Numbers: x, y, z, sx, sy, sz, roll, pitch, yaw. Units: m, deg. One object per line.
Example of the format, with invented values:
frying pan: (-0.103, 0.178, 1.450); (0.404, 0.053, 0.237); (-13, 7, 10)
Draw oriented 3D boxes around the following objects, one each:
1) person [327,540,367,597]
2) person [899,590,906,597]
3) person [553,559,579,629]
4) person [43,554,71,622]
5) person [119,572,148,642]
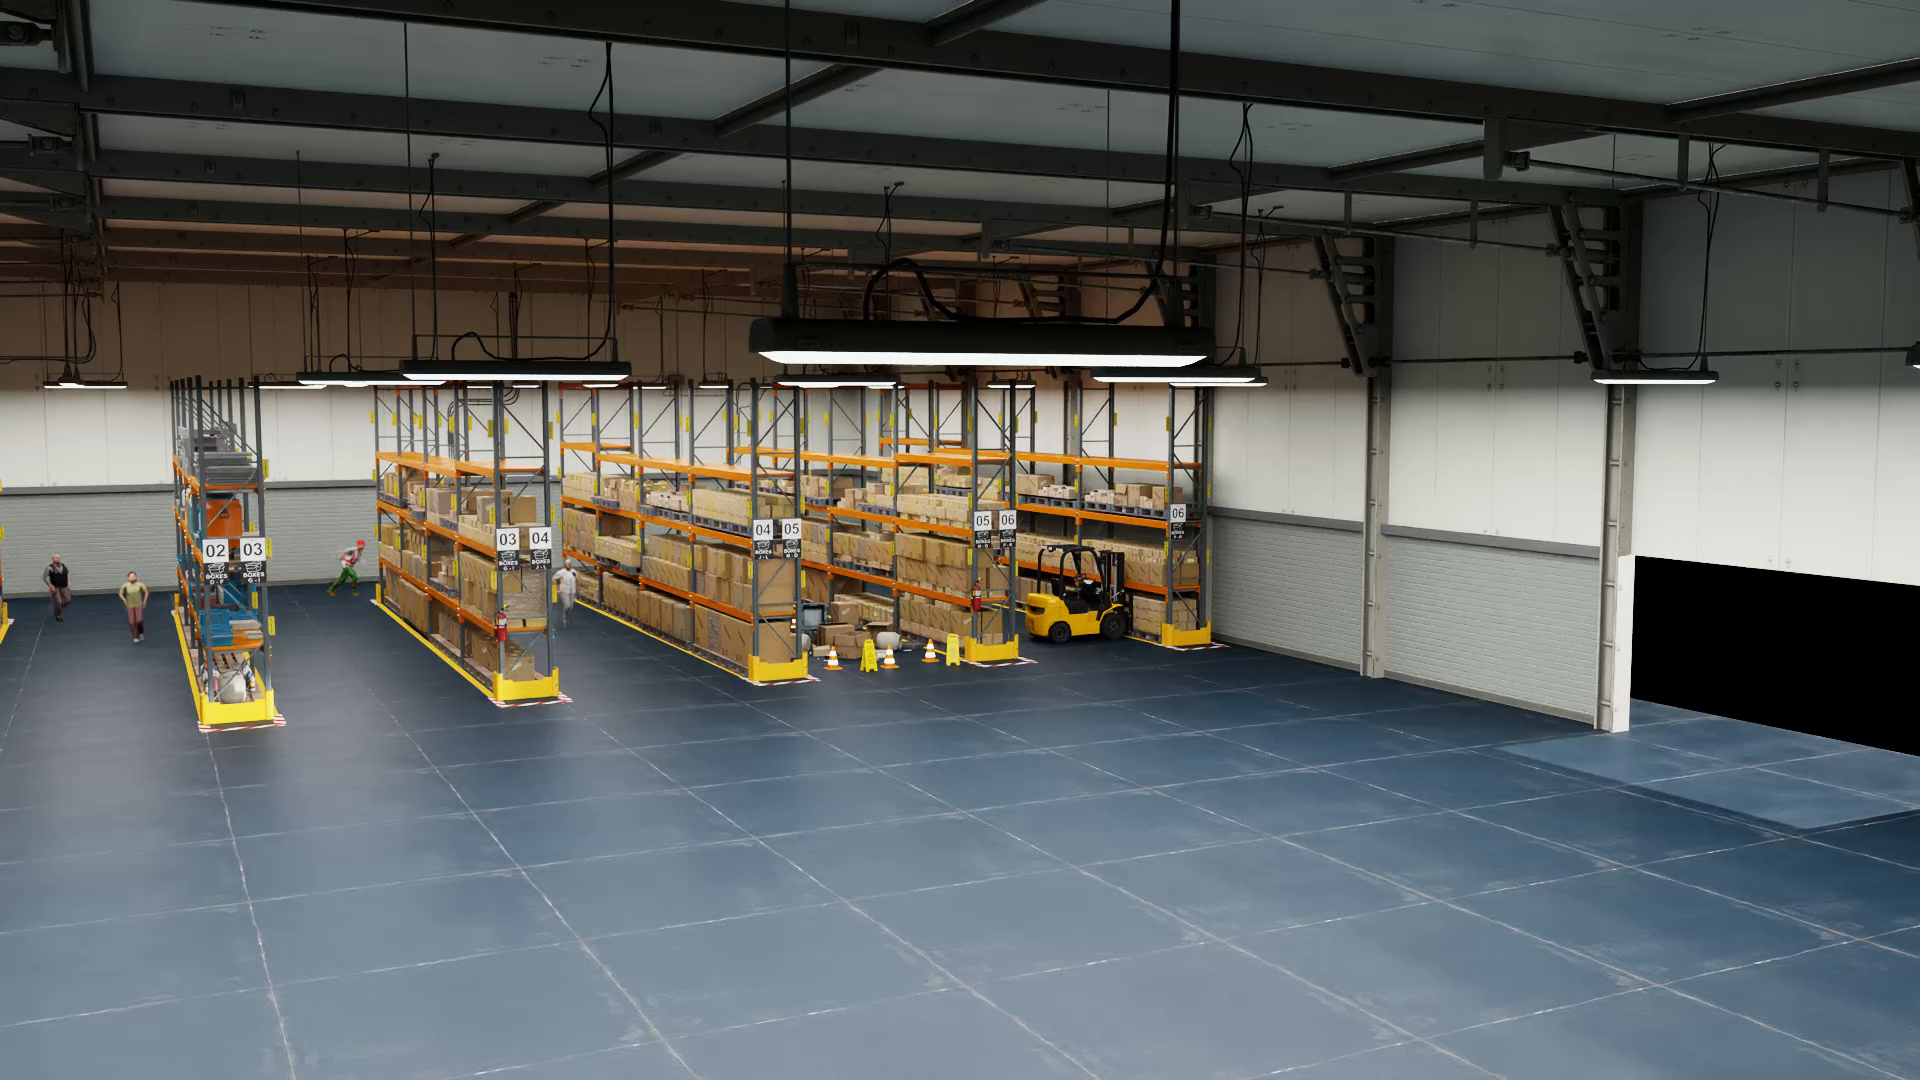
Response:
person: (-17.198, 0.791, 46.683); (1.123, 1.606, 0.681); (0, 5, 3)
person: (-1.310, 0.961, 43.296); (0.631, 1.736, 0.839); (-2, 6, -23)
person: (-9.524, 1.319, 40.404); (0.581, 1.711, 0.721); (-4, 7, -40)
person: (-22.503, 1.199, 41.565); (0.486, 1.690, 0.688); (3, 6, 32)
person: (-18.839, 1.529, 37.908); (0.593, 1.629, 0.523); (-2, 5, -20)
